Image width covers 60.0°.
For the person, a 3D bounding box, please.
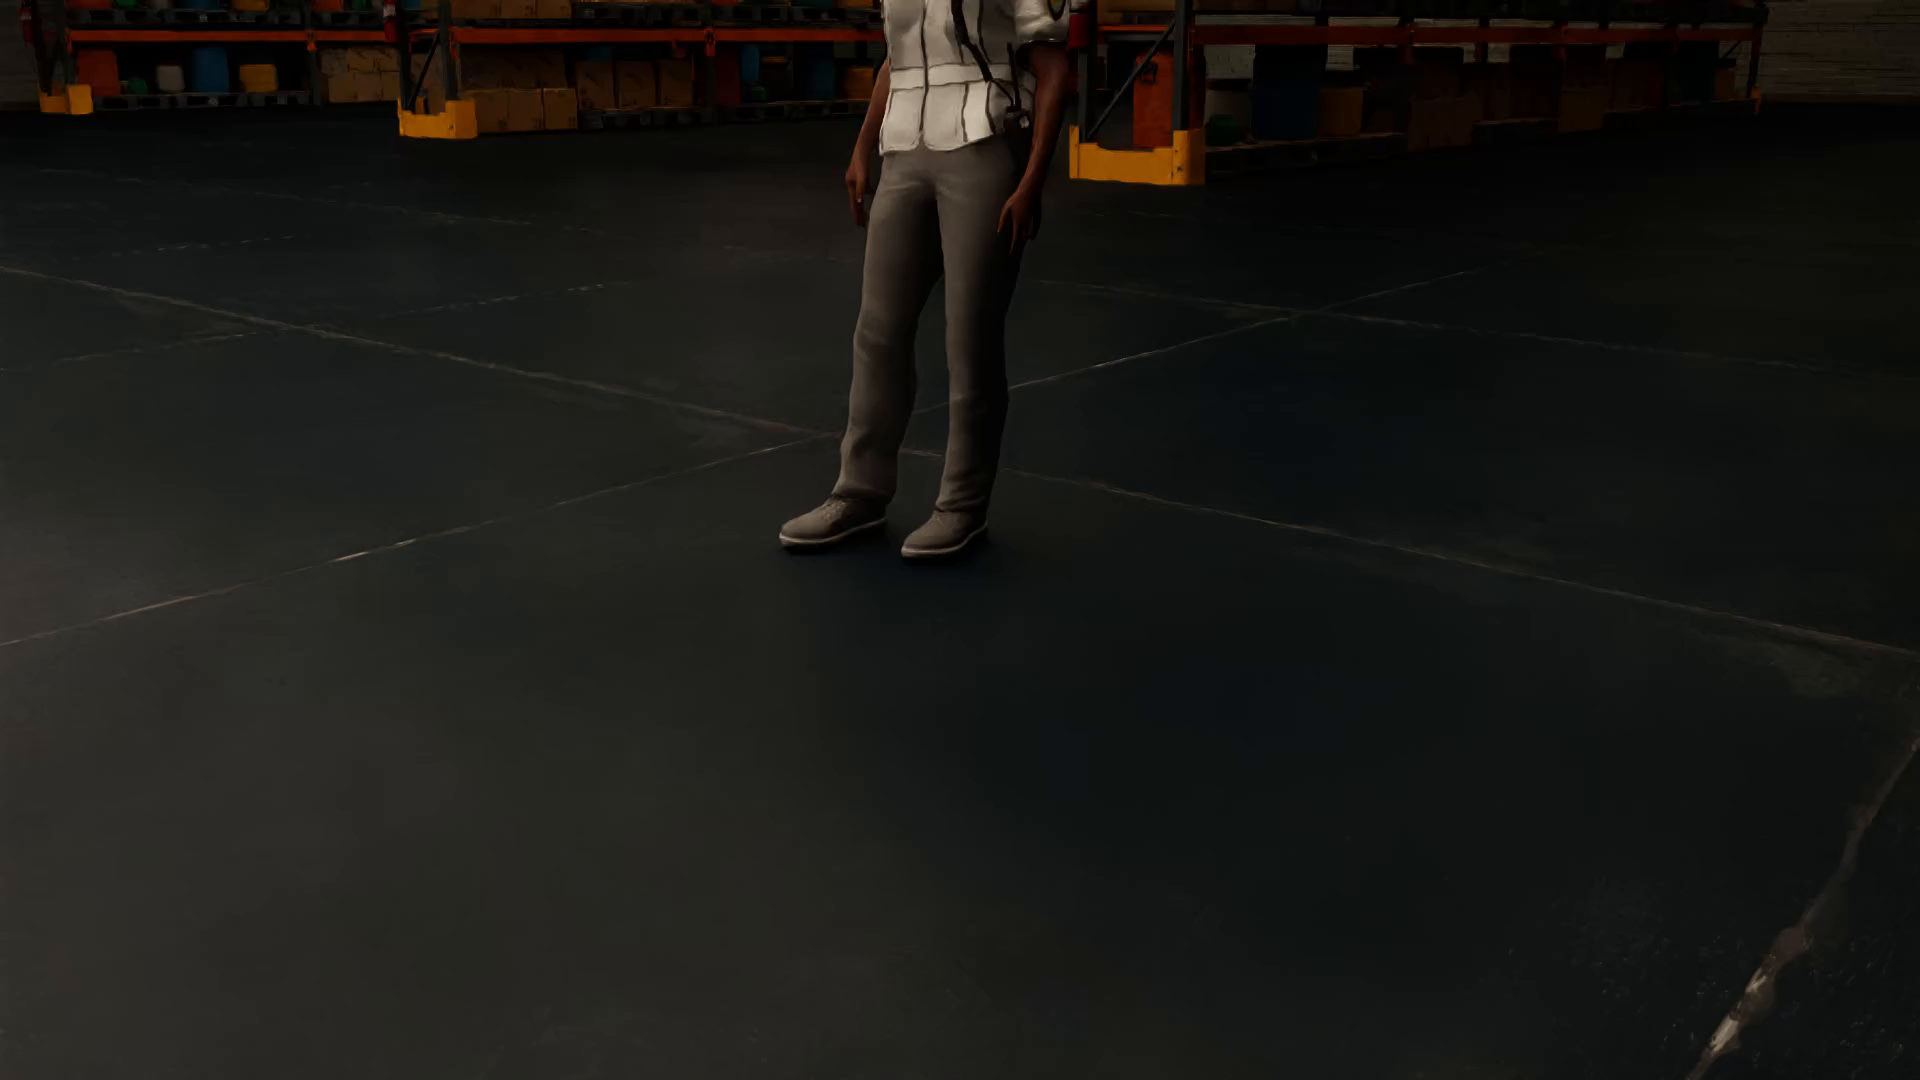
[{"bbox_3d":[-0.063,-0.805,3.650,0.570,1.695,0.529,13,21,37],"label":"person"}]
